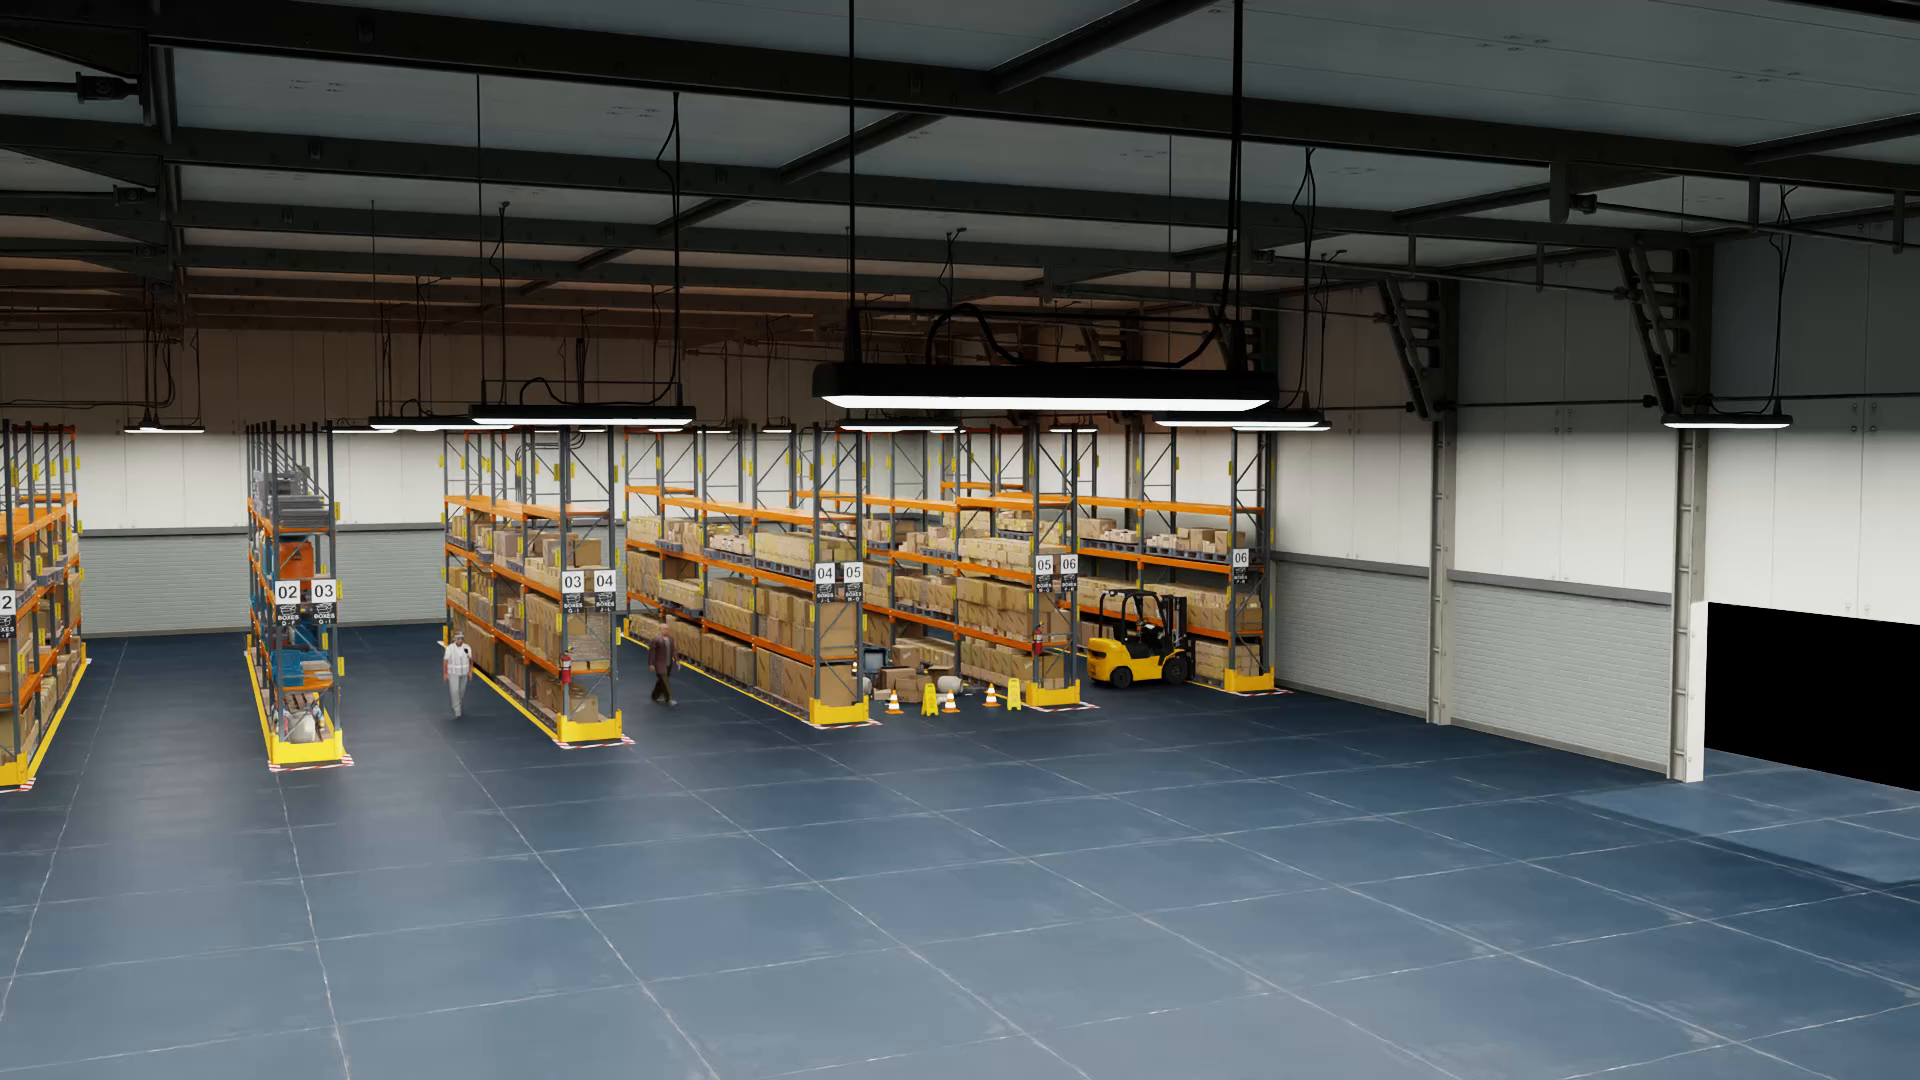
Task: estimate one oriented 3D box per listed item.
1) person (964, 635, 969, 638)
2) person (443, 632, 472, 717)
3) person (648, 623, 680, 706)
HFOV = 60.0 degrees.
[{"bbox_3d":[0.225,1.950,47.141,0.443,1.659,0.536,2,4,25],"label":"person"},{"bbox_3d":[-10.217,2.721,33.966,0.574,1.706,0.985,-3,5,-41],"label":"person"},{"bbox_3d":[-6.200,2.660,35.174,1.048,1.675,0.610,3,4,36],"label":"person"}]
